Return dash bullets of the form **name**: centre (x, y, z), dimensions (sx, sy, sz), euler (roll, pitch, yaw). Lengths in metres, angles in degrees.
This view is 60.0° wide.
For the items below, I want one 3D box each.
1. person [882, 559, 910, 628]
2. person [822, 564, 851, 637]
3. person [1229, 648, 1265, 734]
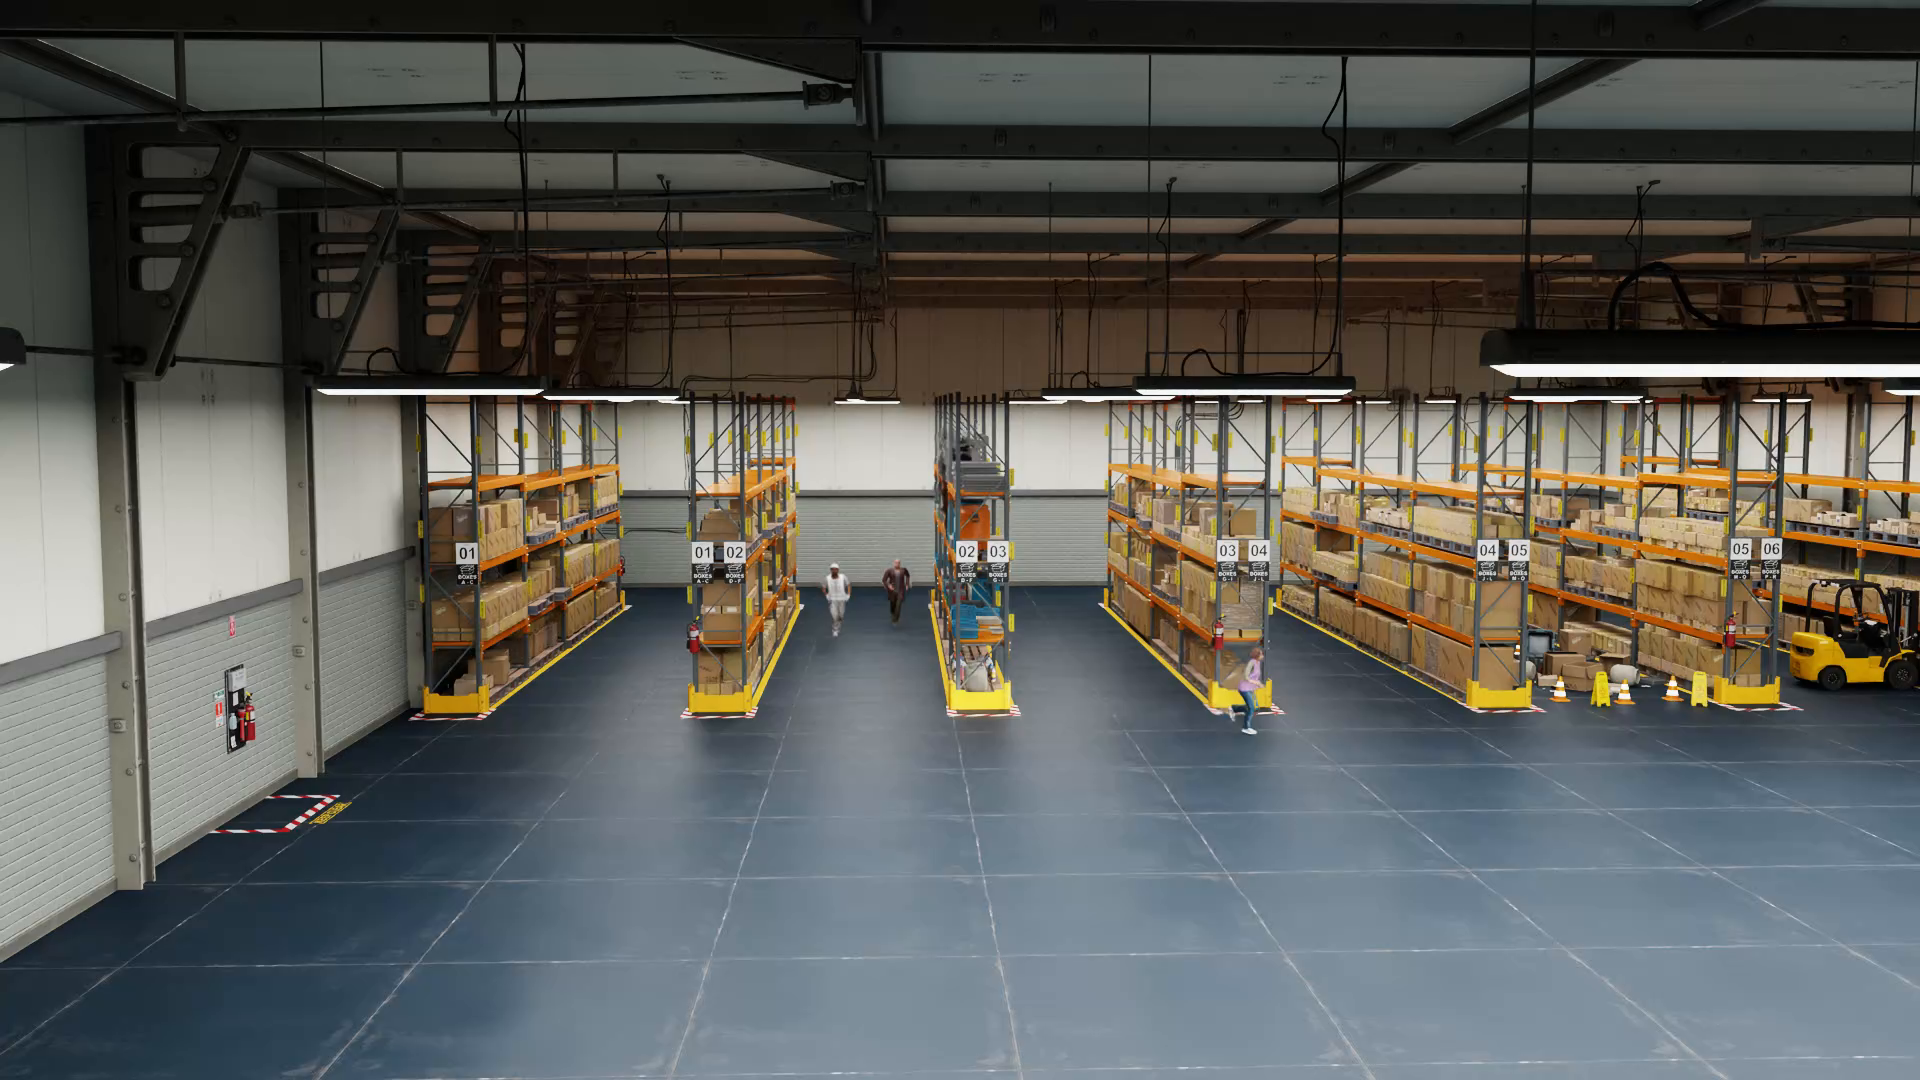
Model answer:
- **person**: centre (-1.661, 1.363, 43.573), dimensions (0.710, 1.769, 1.005), euler (0, 5, -6)
- **person**: centre (-2.934, 1.420, 39.426), dimensions (0.695, 1.731, 0.677), euler (0, 5, -5)
- **person**: centre (5.026, 2.637, 29.146), dimensions (0.690, 1.541, 0.506), euler (3, 6, 35)
